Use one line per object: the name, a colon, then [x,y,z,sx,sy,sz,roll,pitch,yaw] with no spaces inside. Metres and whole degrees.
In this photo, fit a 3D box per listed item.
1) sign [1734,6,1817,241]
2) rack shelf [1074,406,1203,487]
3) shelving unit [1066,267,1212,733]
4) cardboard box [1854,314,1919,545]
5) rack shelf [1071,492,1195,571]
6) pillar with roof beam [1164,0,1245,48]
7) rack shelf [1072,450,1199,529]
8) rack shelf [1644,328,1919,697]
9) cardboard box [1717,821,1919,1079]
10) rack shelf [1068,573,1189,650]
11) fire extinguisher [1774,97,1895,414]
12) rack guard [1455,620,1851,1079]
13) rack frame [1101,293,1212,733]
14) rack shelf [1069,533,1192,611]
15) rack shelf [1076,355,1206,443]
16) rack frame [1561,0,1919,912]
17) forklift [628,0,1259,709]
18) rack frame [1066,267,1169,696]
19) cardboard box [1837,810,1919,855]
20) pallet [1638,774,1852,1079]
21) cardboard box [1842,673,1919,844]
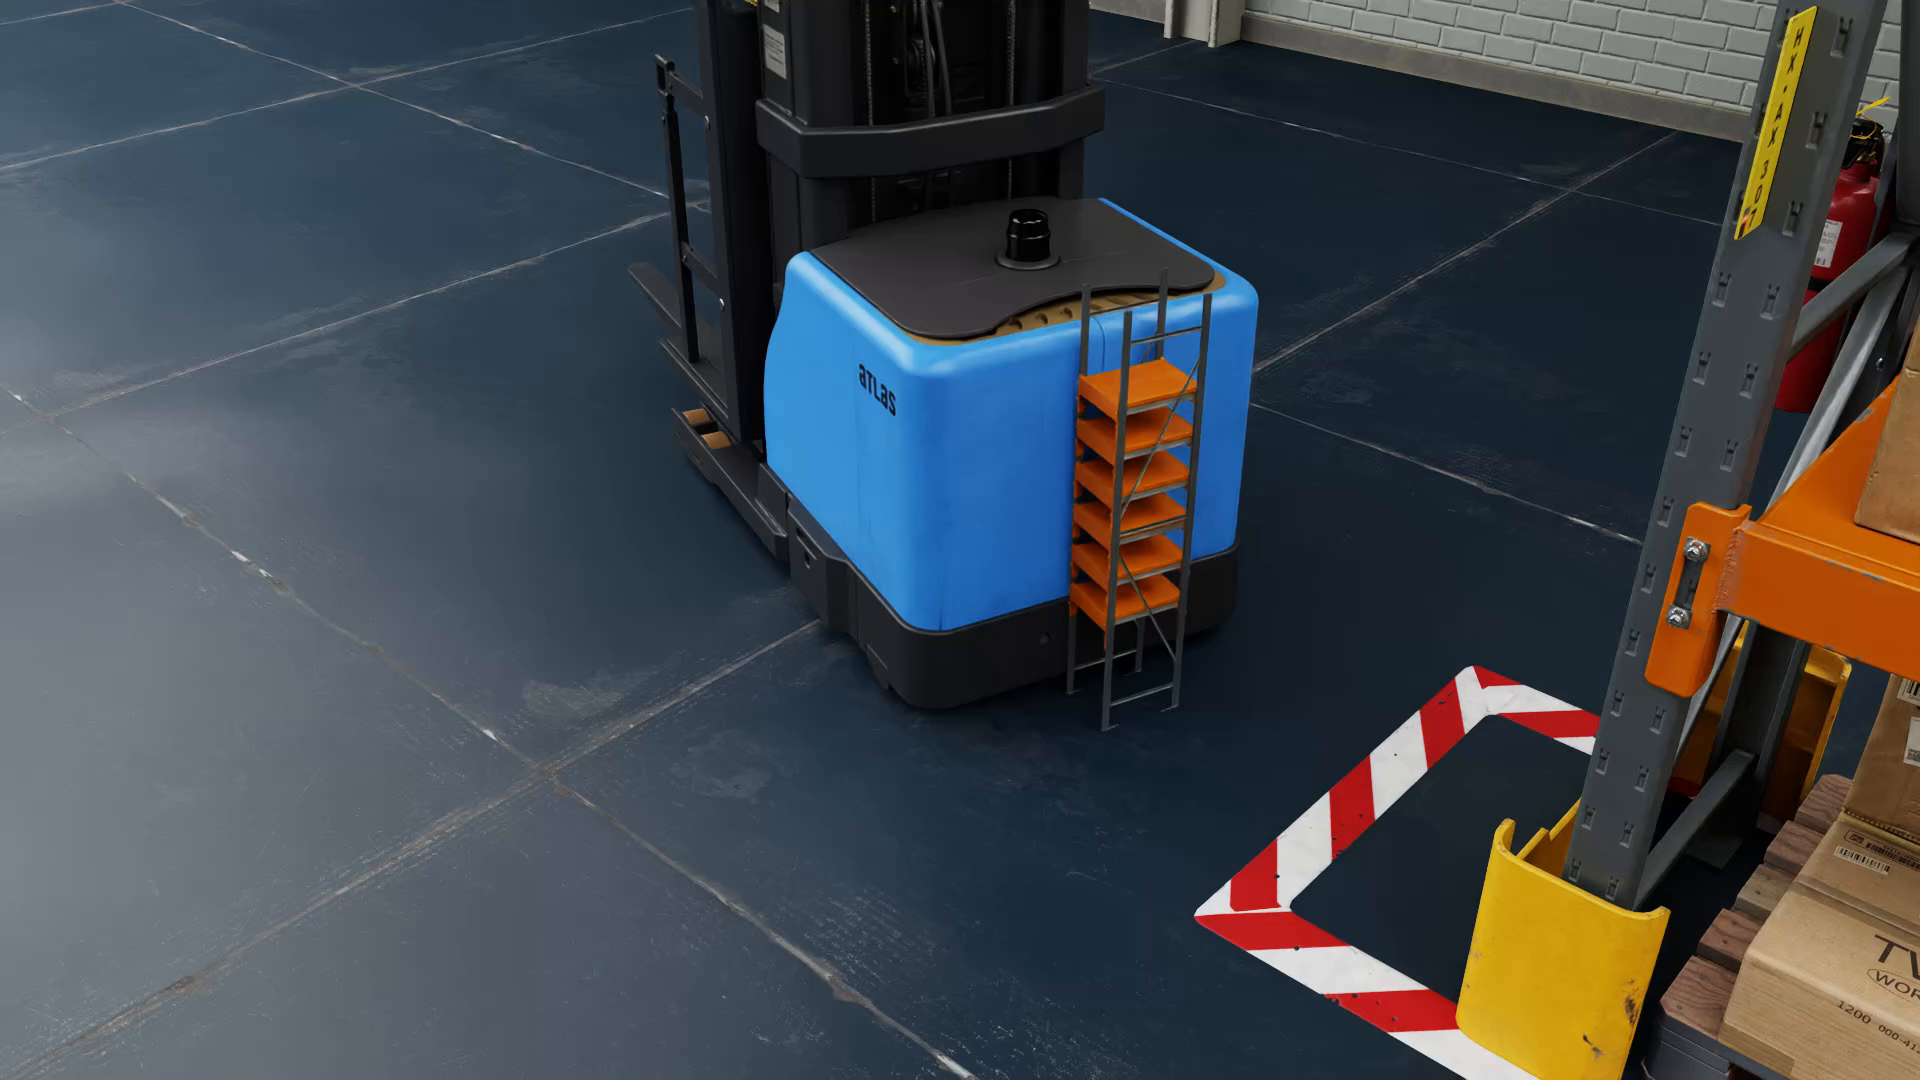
sign: [1.191,-0.605,2.430,0.005,0.325,0.100,25,39,35]
rack shelf: [0.439,-0.243,4.111,0.258,0.103,0.180,-15,34,-23]
shelving unit: [0.439,-0.075,4.212,0.258,1.200,0.189,-15,34,-23]
cardboard box: [1.905,-0.287,2.721,0.500,0.500,0.700,25,39,35]
rack shelf: [0.439,-0.037,4.235,0.258,0.103,0.180,-15,34,-23]
pillar with roof beam: [-1.349,-5.395,5.486,0.400,9.000,9.100,25,39,35]
rack shelf: [0.439,-0.140,4.173,0.258,0.103,0.180,-15,34,-23]
rack shelf: [3.050,0.590,2.059,4.000,0.370,1.077,25,39,35]
cardboard box: [1.816,0.859,3.174,0.500,0.250,0.500,25,39,35]
rack shelf: [0.439,0.168,4.359,0.258,0.103,0.180,-15,34,-23]
fire extinguisher: [1.792,-0.596,3.406,0.183,0.674,0.296,25,39,35]
rack guard: [1.550,0.652,3.682,0.348,0.500,1.175,25,39,35]
rack frame: [0.481,-0.033,4.142,0.240,1.200,0.006,-15,34,-23]
rack shelf: [0.439,0.065,4.297,0.258,0.103,0.180,-15,34,-23]
rack shelf: [0.439,-0.346,4.049,0.258,0.103,0.180,-15,34,-23]
rack frame: [1.567,-0.410,3.023,0.127,3.000,1.000,25,39,35]
forklift: [-0.335,-1.547,4.978,1.130,2.935,3.031,-15,34,-23]
rack frame: [0.397,-0.117,4.282,0.240,1.200,0.006,-15,34,-23]
cardboard box: [2.163,0.661,3.503,0.500,0.250,0.500,25,39,35]
pallet: [2.163,1.033,3.329,1.213,0.211,1.003,25,39,35]
cardboard box: [2.165,0.338,3.311,0.500,0.500,0.500,25,39,35]
